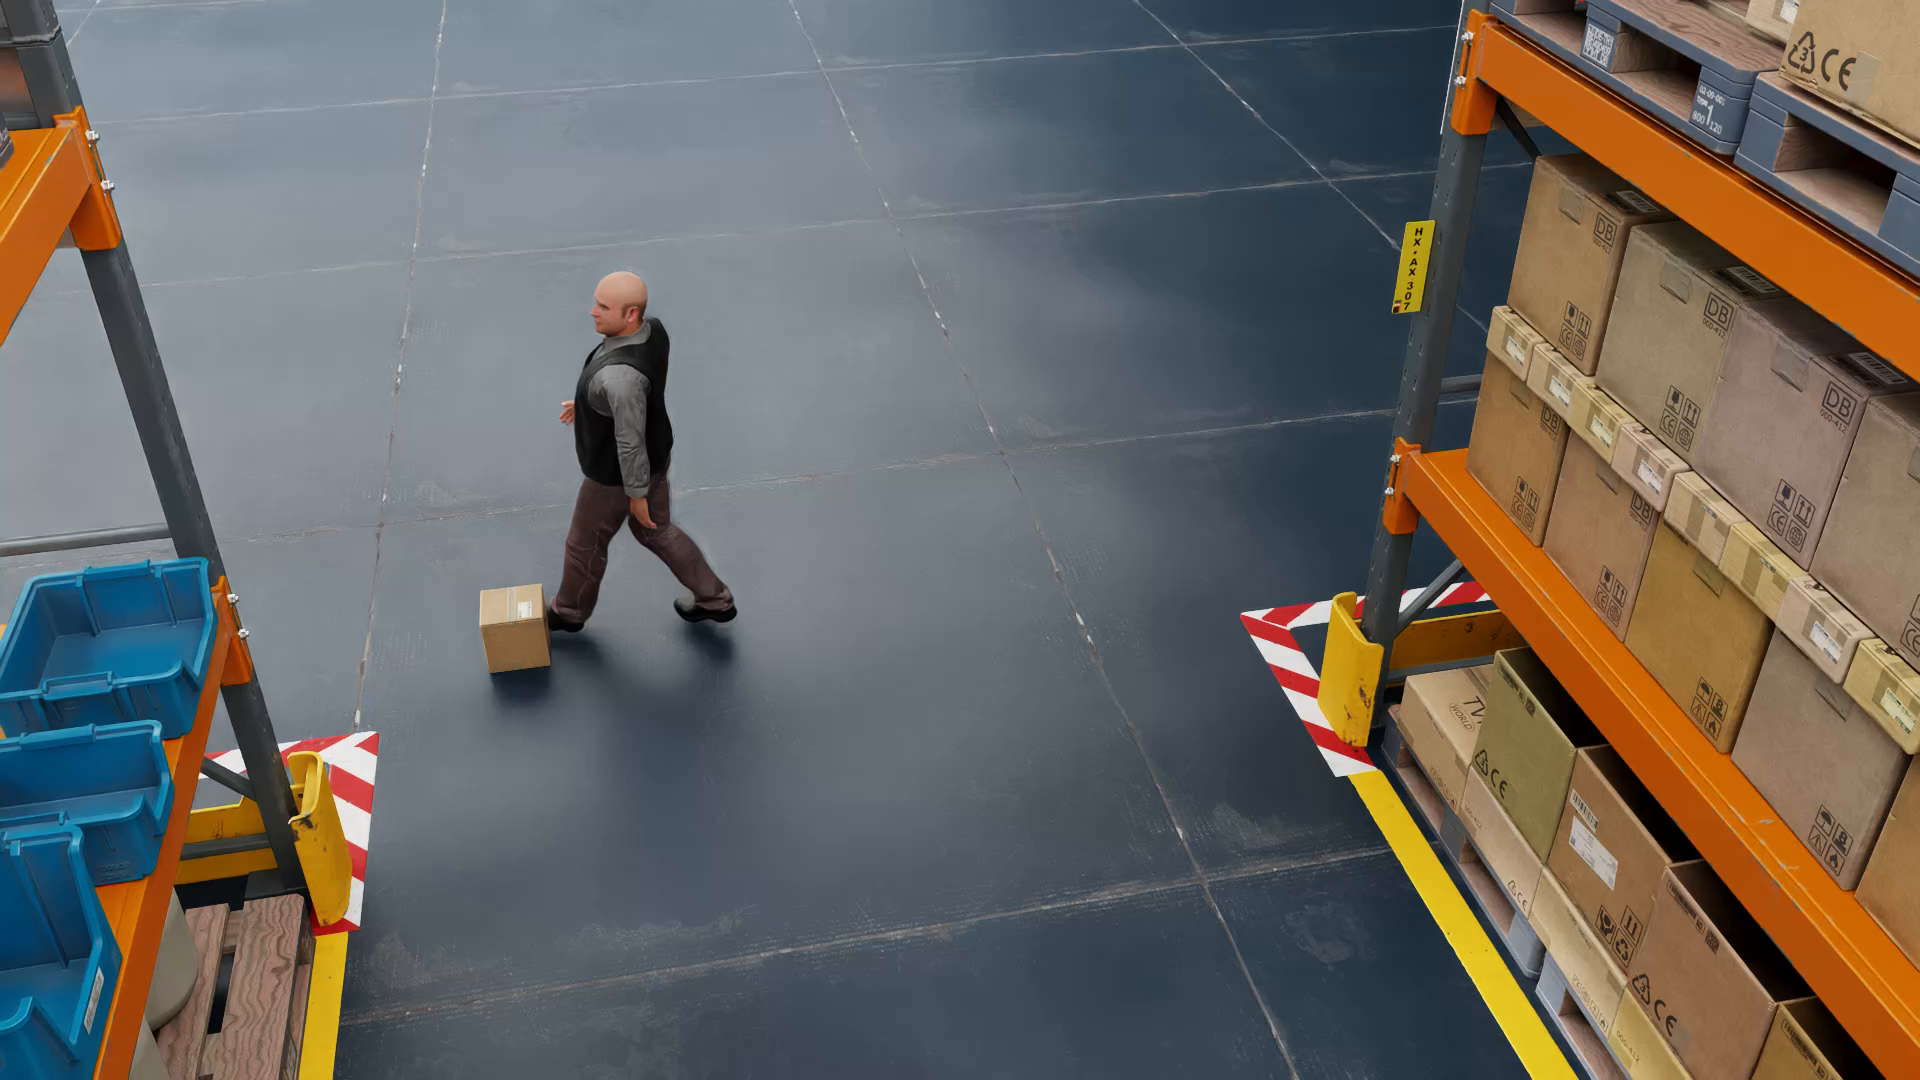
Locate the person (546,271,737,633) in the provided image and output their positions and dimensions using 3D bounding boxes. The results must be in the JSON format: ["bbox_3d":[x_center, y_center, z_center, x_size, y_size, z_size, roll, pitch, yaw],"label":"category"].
[{"bbox_3d":[-1.421,-0.323,6.668,0.942,1.673,0.594,3,34,5],"label":"person"}]
